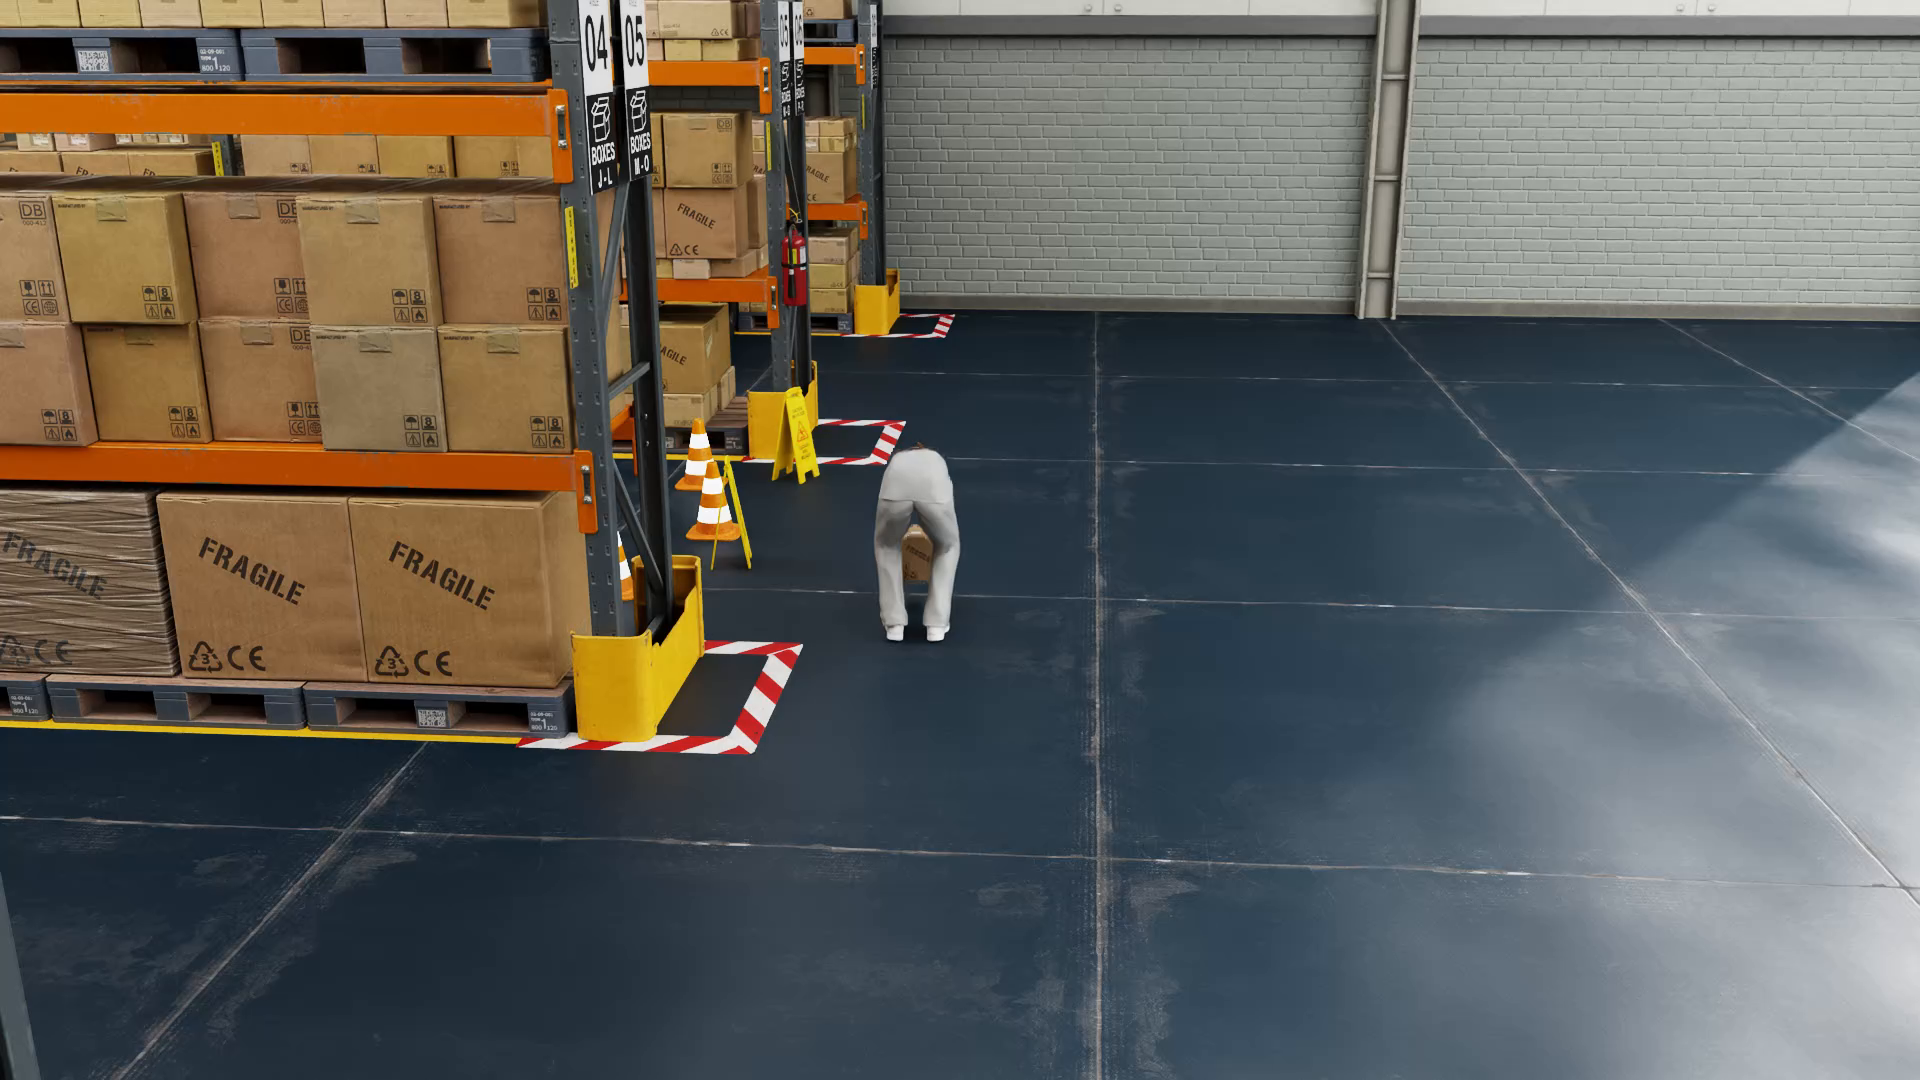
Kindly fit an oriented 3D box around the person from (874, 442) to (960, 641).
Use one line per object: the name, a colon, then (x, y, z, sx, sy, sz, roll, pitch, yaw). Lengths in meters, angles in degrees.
person: (-0.223, -0.034, 8.799, 0.450, 0.986, 0.864, 1, 18, 2)
